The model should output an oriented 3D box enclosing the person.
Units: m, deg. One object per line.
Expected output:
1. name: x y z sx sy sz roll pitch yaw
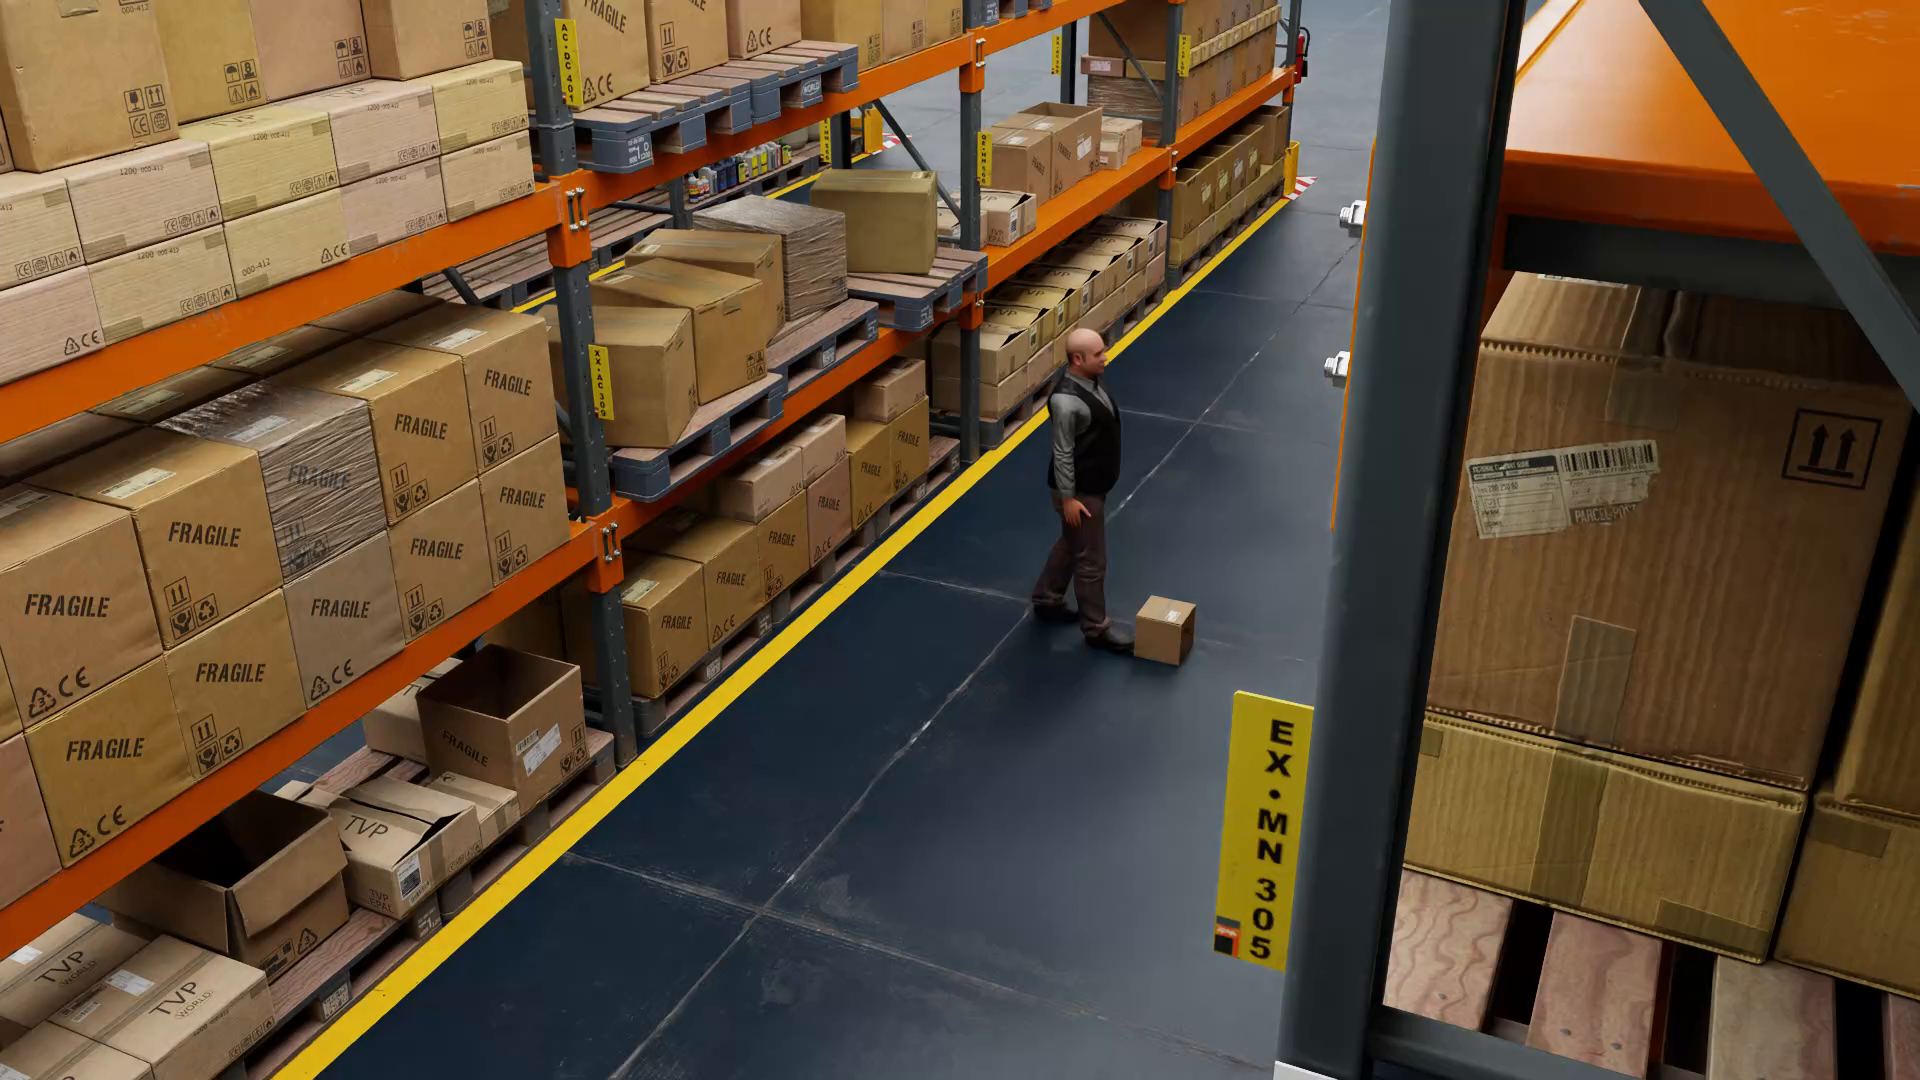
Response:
1. person: 0.676 -0.270 8.680 0.652 1.723 0.555 9 27 18
